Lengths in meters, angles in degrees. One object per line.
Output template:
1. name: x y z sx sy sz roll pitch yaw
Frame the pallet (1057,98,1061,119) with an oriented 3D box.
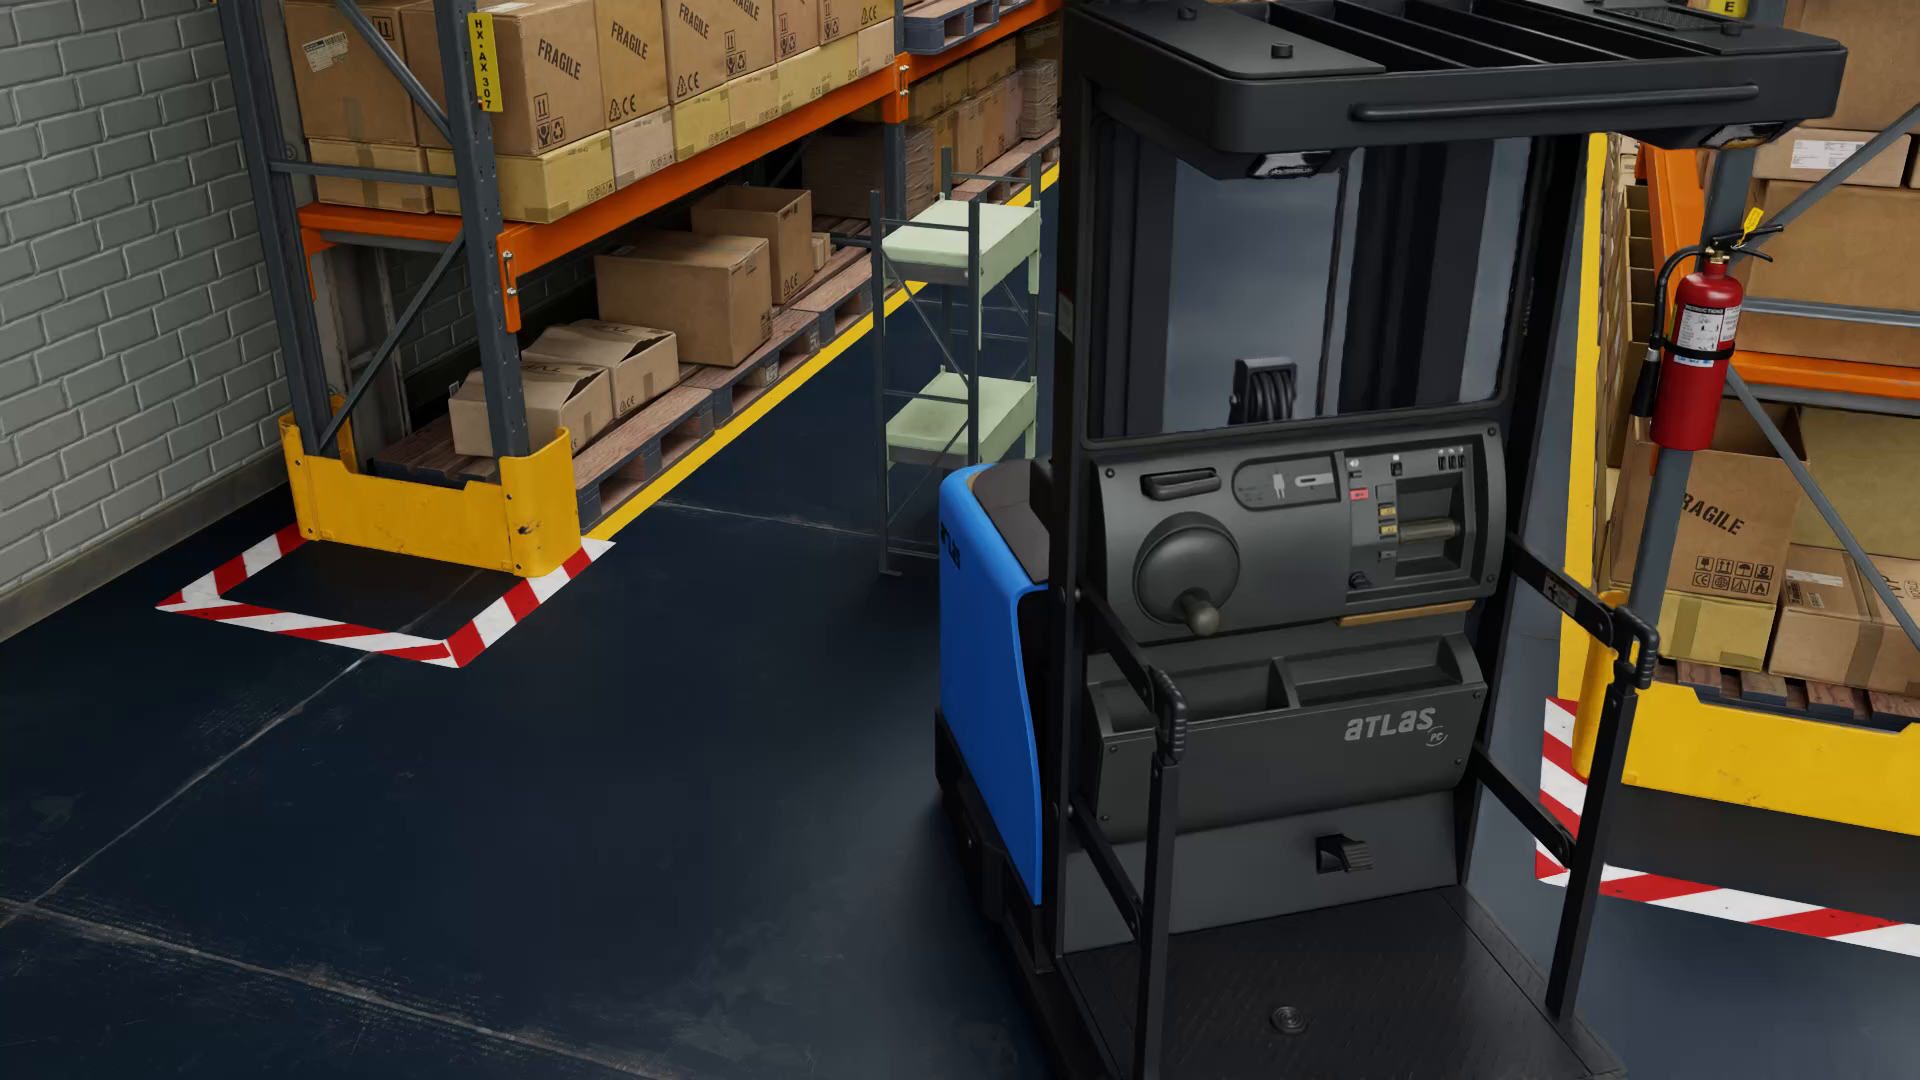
1. pallet: 0.858 -3.666 14.079 1.003 0.211 1.213 9 27 17

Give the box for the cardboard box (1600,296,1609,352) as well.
1. cardboard box: 3.426 -1.052 8.154 0.500 0.250 0.500 9 27 17

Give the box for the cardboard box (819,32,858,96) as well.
1. cardboard box: -0.852 -2.463 8.544 0.500 0.250 0.500 9 27 18

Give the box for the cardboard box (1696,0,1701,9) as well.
1. cardboard box: 3.594 -2.502 7.616 0.380 0.149 0.250 9 27 17

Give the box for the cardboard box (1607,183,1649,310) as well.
1. cardboard box: 3.416 -1.391 7.993 0.500 0.500 0.500 9 27 17

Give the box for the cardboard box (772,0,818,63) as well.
1. cardboard box: -1.011 -2.592 7.951 0.500 0.500 0.500 8 27 16

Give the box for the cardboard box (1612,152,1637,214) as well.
1. cardboard box: 4.066 -2.078 9.630 0.500 0.311 0.500 9 27 17

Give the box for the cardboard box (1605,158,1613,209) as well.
1. cardboard box: 4.412 -2.248 10.625 0.500 0.250 0.500 8 27 16

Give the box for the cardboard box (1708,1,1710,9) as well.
1. cardboard box: 3.340 -2.184 6.960 0.380 0.149 0.250 8 27 17

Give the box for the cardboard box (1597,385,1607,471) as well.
1. cardboard box: 2.923 -0.436 6.882 0.500 0.250 0.500 9 27 17

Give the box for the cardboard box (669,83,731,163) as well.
1. cardboard box: -1.341 -1.840 7.257 0.500 0.250 0.500 8 27 17

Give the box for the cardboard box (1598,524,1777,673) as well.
1. cardboard box: 2.435 0.182 5.605 0.500 0.250 0.500 9 27 17

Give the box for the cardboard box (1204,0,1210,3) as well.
1. cardboard box: 2.201 -5.608 17.277 0.700 0.500 0.500 9 27 18

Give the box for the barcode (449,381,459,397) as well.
1. barcode: -2.194 -0.649 7.218 0.001 0.075 0.075 9 27 17

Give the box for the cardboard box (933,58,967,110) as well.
1. cardboard box: -0.264 -3.075 11.162 0.500 0.250 0.500 8 27 16

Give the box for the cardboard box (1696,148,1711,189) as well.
1. cardboard box: 3.384 -1.685 6.674 0.700 0.500 0.500 9 27 18

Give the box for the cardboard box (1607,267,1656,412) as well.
1. cardboard box: 2.919 -0.774 6.719 0.500 0.500 0.500 9 27 17

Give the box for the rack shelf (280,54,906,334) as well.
1. rack shelf: -1.472 -1.818 7.889 1.077 0.370 4.000 9 27 17

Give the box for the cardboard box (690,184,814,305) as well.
1. cardboard box: -1.114 -1.604 8.985 0.500 0.500 0.500 7 27 14

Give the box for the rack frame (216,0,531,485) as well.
1. rack frame: -2.138 -1.320 6.034 1.000 3.000 0.127 9 27 17

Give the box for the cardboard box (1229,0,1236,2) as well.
1. cardboard box: 2.715 -6.245 18.592 0.700 0.500 0.500 8 27 16

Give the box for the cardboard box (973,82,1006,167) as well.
1. cardboard box: -0.086 -2.974 11.814 0.700 0.500 0.500 9 27 17

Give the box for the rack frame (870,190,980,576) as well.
1. rack frame: -0.124 -0.522 6.107 0.400 1.500 0.023 9 27 17

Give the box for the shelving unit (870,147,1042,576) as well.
1. shelving unit: -0.002 -0.672 6.417 0.431 1.500 0.755 9 27 17

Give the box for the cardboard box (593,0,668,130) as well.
1. cardboard box: -1.522 -1.953 6.631 0.500 0.500 0.500 9 27 18

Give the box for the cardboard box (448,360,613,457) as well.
1. cardboard box: -1.823 -0.579 7.085 0.500 0.311 0.500 6 26 12

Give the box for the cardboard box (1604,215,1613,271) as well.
1. cardboard box: 3.901 -1.618 9.324 0.500 0.250 0.500 8 27 17

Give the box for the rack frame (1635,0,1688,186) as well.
1. rack frame: 3.866 -2.247 7.949 1.000 3.000 0.127 9 27 17

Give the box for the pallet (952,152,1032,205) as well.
1. pallet: -0.145 -2.532 11.737 1.003 0.211 1.213 9 27 17

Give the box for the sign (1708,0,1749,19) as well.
1. sign: 2.028 -1.315 4.424 0.100 0.325 0.005 9 27 17

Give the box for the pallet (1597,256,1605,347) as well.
1. pallet: 4.074 -1.300 9.193 1.003 0.211 1.213 9 27 17

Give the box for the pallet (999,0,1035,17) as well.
1. pallet: -0.096 -3.702 11.174 1.003 0.211 1.213 9 27 17

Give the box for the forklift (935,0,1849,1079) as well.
1. forklift: 0.798 0.008 3.371 1.130 2.935 3.031 -7 27 -13

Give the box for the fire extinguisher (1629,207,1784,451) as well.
1. fire extinguisher: 2.058 -0.587 4.609 0.296 0.674 0.183 9 27 17

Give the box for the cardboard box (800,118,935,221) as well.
1. cardboard box: -0.577 -2.342 10.508 0.700 0.500 0.500 10 27 19

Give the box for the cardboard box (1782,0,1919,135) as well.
1. cardboard box: 2.720 -1.444 4.687 0.700 0.500 0.500 9 27 18

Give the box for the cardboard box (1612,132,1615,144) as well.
1. cardboard box: 4.579 -2.705 10.924 0.500 0.311 0.500 8 27 16

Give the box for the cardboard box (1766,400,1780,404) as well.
1. cardboard box: 3.242 -0.493 6.140 0.500 0.500 0.500 9 27 17

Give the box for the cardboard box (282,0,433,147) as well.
1. cardboard box: -2.181 -1.824 6.363 0.500 0.500 0.500 8 27 17

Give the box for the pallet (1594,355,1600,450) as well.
1. pallet: 3.562 -0.671 7.894 1.003 0.211 1.213 9 27 17

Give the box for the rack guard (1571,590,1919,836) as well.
1. rack guard: 2.527 0.532 5.078 1.175 0.500 0.348 9 27 17
